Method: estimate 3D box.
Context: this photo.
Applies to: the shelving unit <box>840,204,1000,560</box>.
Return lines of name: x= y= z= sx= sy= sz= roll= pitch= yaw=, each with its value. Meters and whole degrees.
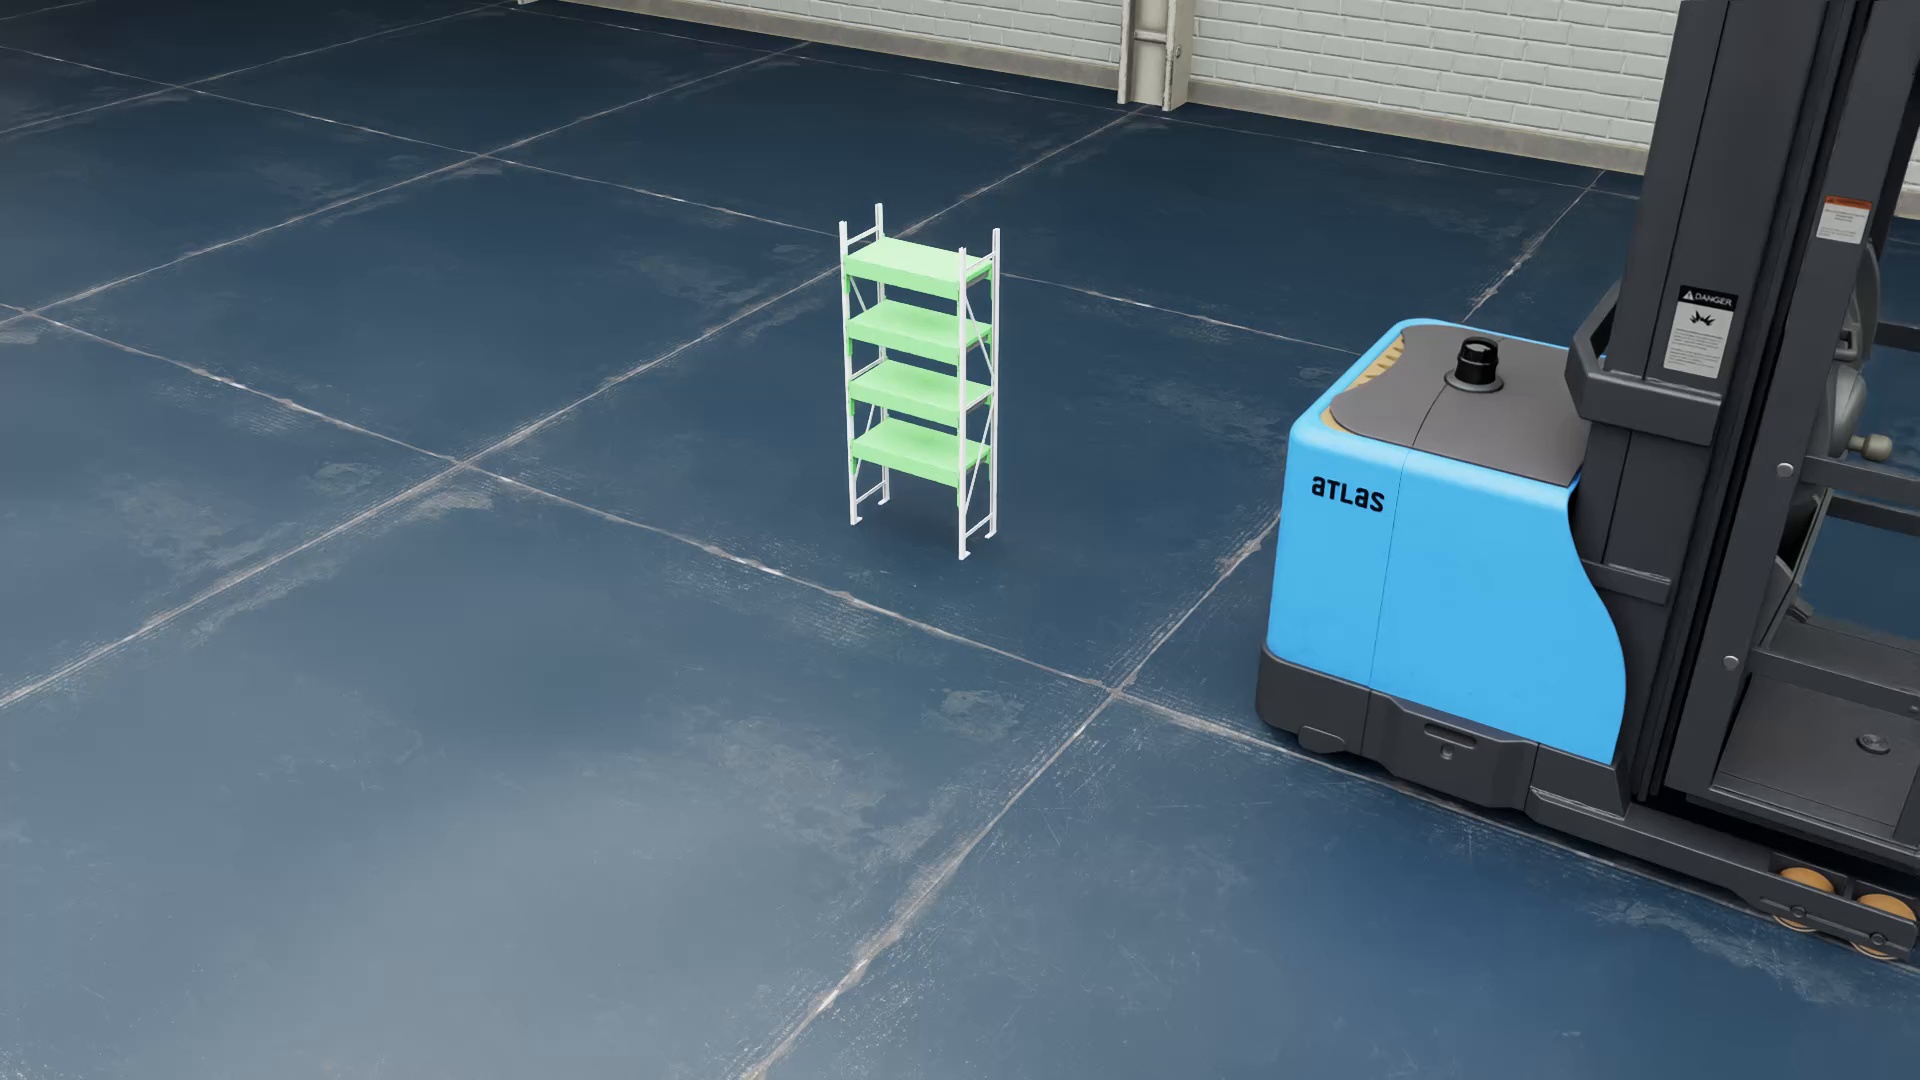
shelving unit: x=-0.140 y=-0.563 z=6.024 sx=0.503 sy=1.200 sz=0.258 roll=18 pitch=35 yaw=27

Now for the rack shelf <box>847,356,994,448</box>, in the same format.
rack shelf: x=-0.140 y=-0.507 z=6.056 sx=0.480 sy=0.148 sz=0.258 roll=18 pitch=35 yaw=27

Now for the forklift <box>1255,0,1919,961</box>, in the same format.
forklift: x=2.443 y=-0.474 z=4.153 sx=3.031 sy=2.935 sz=1.130 roll=18 pitch=35 yaw=27

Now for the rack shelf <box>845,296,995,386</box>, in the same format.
rack shelf: x=-0.140 y=-0.715 z=5.935 sx=0.480 sy=0.148 sz=0.258 roll=18 pitch=35 yaw=27

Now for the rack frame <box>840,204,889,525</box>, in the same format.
rack frame: x=-0.347 y=-0.628 z=6.136 sx=0.015 sy=1.200 sz=0.240 roll=18 pitch=35 yaw=27

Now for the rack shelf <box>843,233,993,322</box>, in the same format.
rack shelf: x=-0.140 y=-0.922 z=5.814 sx=0.480 sy=0.148 sz=0.258 roll=18 pitch=35 yaw=27

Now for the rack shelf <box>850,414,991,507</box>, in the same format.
rack shelf: x=-0.140 y=-0.300 z=6.177 sx=0.480 sy=0.148 sz=0.258 roll=18 pitch=35 yaw=27

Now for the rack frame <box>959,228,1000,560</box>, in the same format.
rack frame: x=0.066 y=-0.497 z=5.912 sx=0.015 sy=1.200 sz=0.240 roll=18 pitch=35 yaw=27

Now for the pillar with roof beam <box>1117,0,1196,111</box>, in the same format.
pillar with roof beam: x=-0.965 y=-5.055 z=5.985 sx=0.400 sy=9.000 sz=9.100 roll=18 pitch=35 yaw=27
